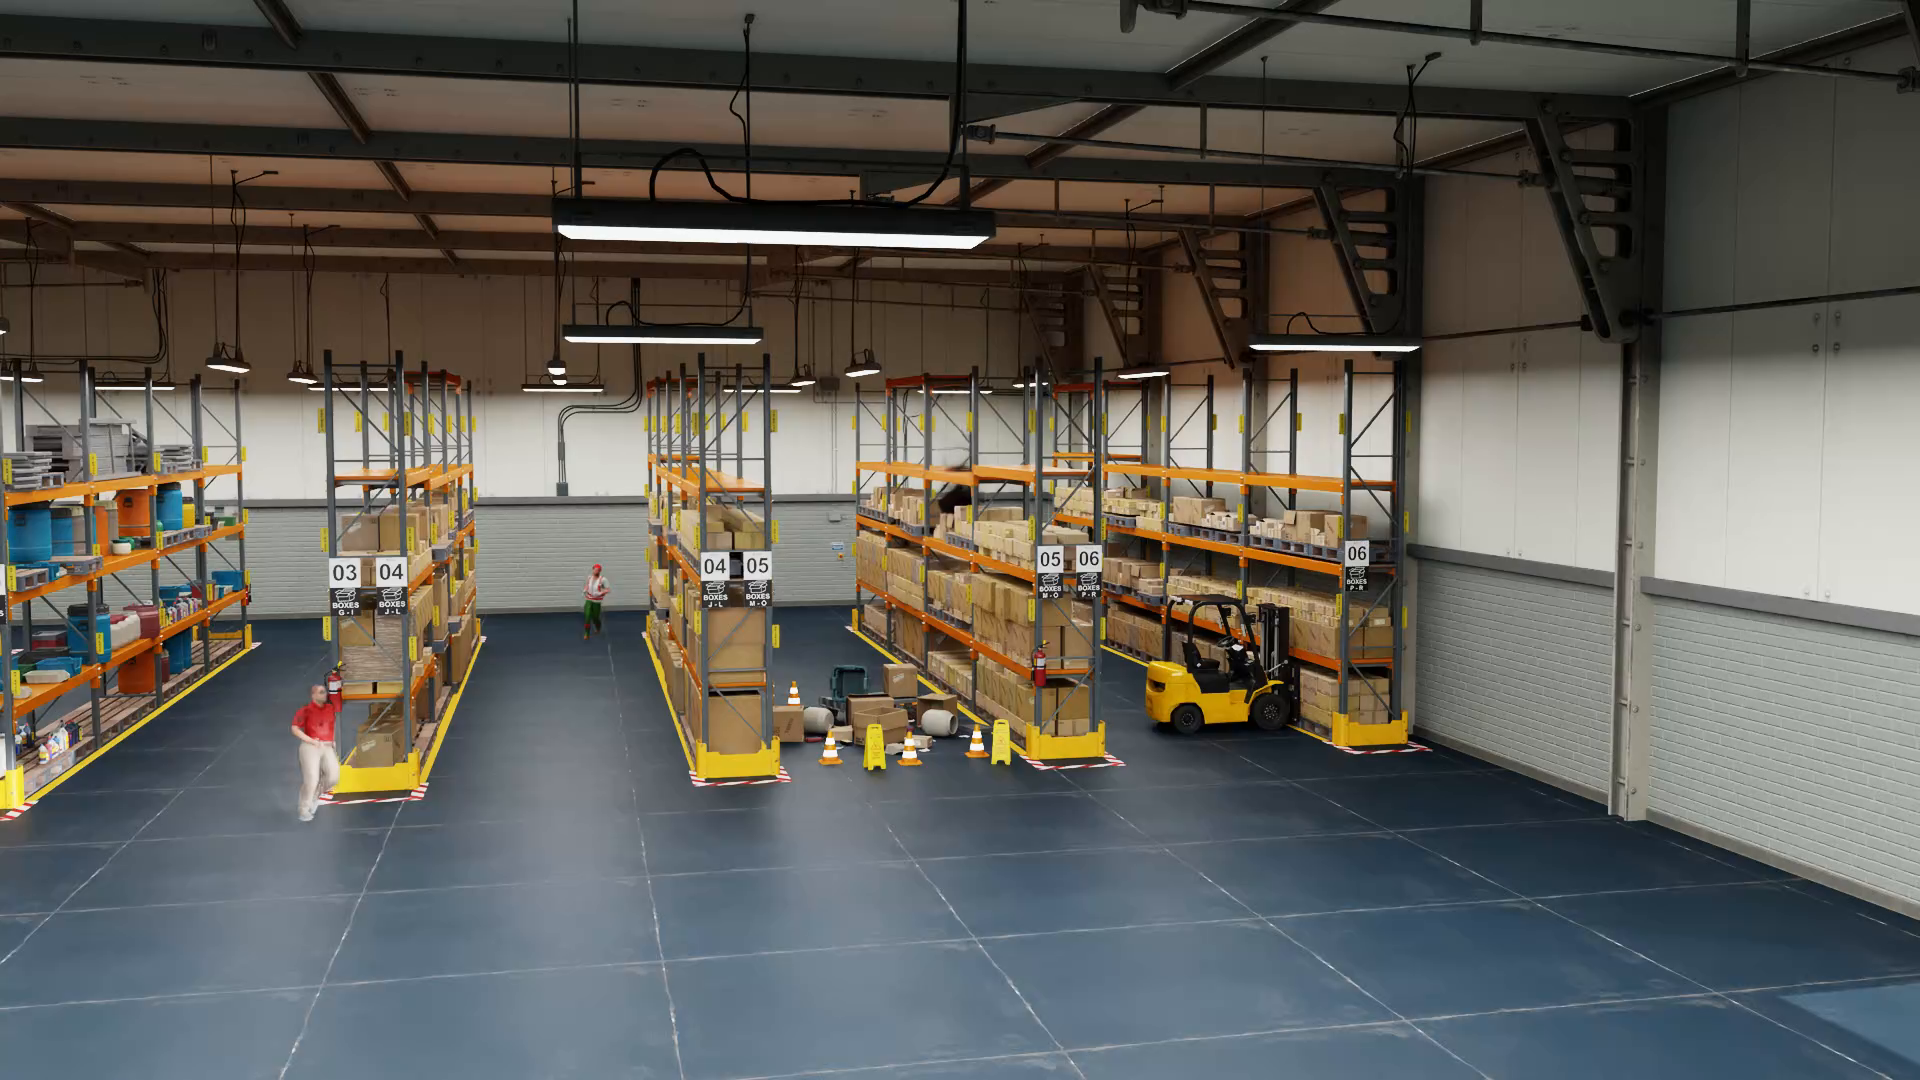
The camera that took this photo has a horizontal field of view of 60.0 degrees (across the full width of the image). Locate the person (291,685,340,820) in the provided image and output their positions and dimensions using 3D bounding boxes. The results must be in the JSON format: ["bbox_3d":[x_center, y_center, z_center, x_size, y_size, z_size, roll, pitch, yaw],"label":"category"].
[{"bbox_3d":[-8.152,2.693,21.207,0.530,1.689,0.680,3,5,32],"label":"person"}]

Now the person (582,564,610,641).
[{"bbox_3d":[-8.489,1.437,38.860,0.702,1.764,0.880,1,4,13],"label":"person"}]
